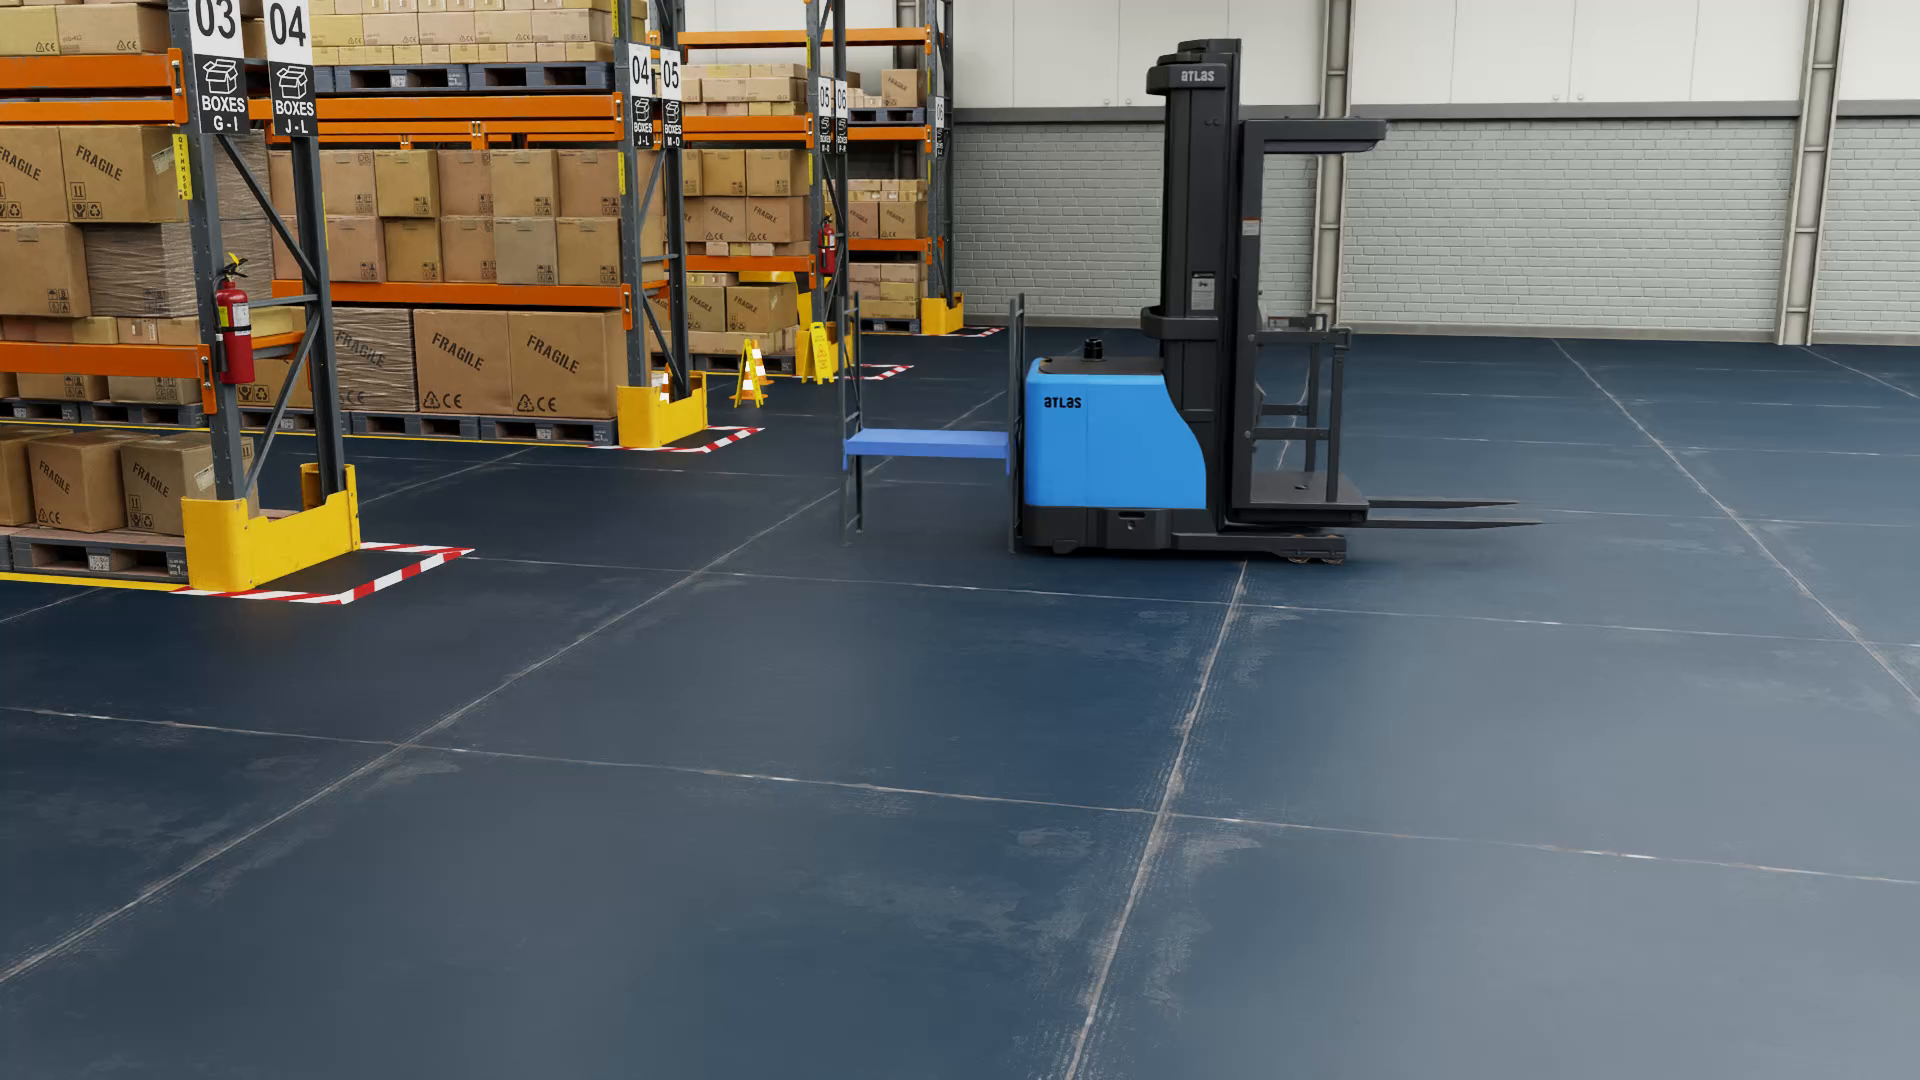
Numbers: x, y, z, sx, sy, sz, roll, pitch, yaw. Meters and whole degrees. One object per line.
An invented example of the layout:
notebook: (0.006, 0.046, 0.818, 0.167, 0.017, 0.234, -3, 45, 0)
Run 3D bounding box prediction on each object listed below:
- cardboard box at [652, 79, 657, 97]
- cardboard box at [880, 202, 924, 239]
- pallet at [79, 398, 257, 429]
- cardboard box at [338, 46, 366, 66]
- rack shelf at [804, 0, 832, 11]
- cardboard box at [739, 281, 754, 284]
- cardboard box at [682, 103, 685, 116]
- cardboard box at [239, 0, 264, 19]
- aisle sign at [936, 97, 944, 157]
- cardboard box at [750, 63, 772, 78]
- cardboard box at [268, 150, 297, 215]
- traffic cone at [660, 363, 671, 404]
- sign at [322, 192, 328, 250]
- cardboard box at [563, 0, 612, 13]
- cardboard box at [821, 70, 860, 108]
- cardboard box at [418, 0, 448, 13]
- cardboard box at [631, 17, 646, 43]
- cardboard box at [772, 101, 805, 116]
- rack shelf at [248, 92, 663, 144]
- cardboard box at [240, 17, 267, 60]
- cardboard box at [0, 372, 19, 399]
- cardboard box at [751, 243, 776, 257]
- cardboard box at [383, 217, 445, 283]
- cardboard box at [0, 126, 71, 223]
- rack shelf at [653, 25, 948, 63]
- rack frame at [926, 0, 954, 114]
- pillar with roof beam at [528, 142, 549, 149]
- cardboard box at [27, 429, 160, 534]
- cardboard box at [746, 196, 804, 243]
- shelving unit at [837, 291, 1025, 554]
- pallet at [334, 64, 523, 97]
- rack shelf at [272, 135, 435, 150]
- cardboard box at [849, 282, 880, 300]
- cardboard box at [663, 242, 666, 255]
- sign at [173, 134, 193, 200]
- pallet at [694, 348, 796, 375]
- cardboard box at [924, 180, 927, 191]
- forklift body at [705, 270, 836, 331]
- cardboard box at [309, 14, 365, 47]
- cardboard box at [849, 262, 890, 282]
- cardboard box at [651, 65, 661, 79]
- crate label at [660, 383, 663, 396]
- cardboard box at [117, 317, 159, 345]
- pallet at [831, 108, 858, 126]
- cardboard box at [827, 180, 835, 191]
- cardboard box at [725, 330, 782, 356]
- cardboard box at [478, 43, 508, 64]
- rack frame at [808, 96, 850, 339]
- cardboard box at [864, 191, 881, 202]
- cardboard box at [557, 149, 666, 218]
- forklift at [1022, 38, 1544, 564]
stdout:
cardboard box: (-3.500, -4.975, 18.467, 0.500, 0.250, 0.500, 3, 13, 14)
cardboard box: (-0.810, -4.454, 23.153, 0.500, 0.500, 0.500, 3, 13, 12)
pallet: (-7.194, -1.215, 15.224, 1.213, 0.211, 1.003, 3, 13, 14)
cardboard box: (-4.917, -3.992, 13.755, 0.250, 0.149, 0.380, 3, 13, 14)
rack shelf: (-3.397, -6.071, 18.489, 4.000, 0.370, 1.077, 3, 13, 14)
cardboard box: (-2.704, -2.747, 19.337, 0.500, 0.500, 0.500, 3, 13, 11)
cardboard box: (-3.105, -4.765, 18.439, 0.250, 0.149, 0.380, 3, 13, 12)
cardboard box: (-4.041, -2.956, 9.131, 0.250, 0.149, 0.380, 3, 13, 13)
aisle sign: (-0.276, -5.639, 22.723, 0.004, 0.787, 0.394, 3, 13, 14)
cardboard box: (-2.095, -5.099, 18.104, 0.250, 0.149, 0.380, 3, 13, 15)
cardboard box: (-5.515, -3.122, 14.542, 0.550, 0.550, 0.875, 3, 13, 14)
traffic cone: (-2.718, -1.432, 15.622, 0.334, 0.463, 0.336, 3, 13, 14)
sign: (-3.700, -1.844, 9.620, 0.005, 0.325, 0.100, 3, 13, 14)
cardboard box: (-2.951, -4.276, 13.194, 0.250, 0.149, 0.380, 3, 13, 14)
cardboard box: (-1.728, -6.248, 23.113, 0.500, 0.500, 0.700, 3, 13, 14)
cardboard box: (-4.186, -4.342, 13.491, 0.250, 0.149, 0.380, 3, 13, 13)
cardboard box: (-2.950, -4.214, 13.836, 0.500, 0.250, 0.500, 3, 13, 13)
cardboard box: (-1.868, -4.692, 18.113, 0.250, 0.149, 0.380, 3, 13, 14)
rack shelf: (-4.485, -3.562, 14.098, 4.000, 0.370, 1.077, 3, 13, 14)
cardboard box: (-4.235, -2.777, 9.248, 0.500, 0.250, 0.500, 3, 13, 15)
cardboard box: (-8.891, -1.771, 15.517, 0.750, 0.750, 1.050, 3, 13, 14)
cardboard box: (-2.142, -3.233, 18.458, 0.250, 0.149, 0.380, 3, 13, 13)
cardboard box: (-4.491, -2.526, 14.347, 0.500, 0.550, 0.875, 3, 13, 14)
cardboard box: (-4.909, -1.990, 9.054, 0.500, 0.500, 0.500, 3, 13, 14)
rack shelf: (-2.211, -6.921, 23.237, 4.000, 0.370, 1.077, 3, 13, 14)
rack frame: (-0.269, -7.364, 22.648, 0.127, 3.000, 1.000, 3, 13, 14)
pillar with roof beam: (-7.586, -6.995, 20.988, 0.400, 9.000, 9.100, 3, 13, 14)
cardboard box: (-5.020, -0.351, 9.694, 0.500, 0.500, 0.500, 7, 14, 28)
cardboard box: (-2.048, -3.555, 18.415, 0.500, 0.500, 0.500, 3, 13, 13)
shelving unit: (-0.164, -0.722, 10.026, 1.048, 1.500, 0.538, 2, 13, 9)
pallet: (-4.454, -3.865, 14.009, 1.213, 0.211, 1.003, 3, 13, 14)
rack shelf: (-9.978, -6.067, 25.390, 4.000, 0.370, 1.077, 3, 13, 14)
cardboard box: (-1.301, -3.529, 23.441, 0.500, 0.250, 0.500, 3, 13, 13)
cardboard box: (-3.349, -3.326, 18.880, 0.250, 0.149, 0.380, 3, 13, 14)
sign: (-3.982, -1.911, 8.518, 0.005, 0.325, 0.100, 3, 13, 14)
pallet: (-2.309, -2.083, 19.136, 1.213, 0.211, 1.003, 3, 13, 14)
cardboard box: (-0.544, -5.008, 23.466, 0.250, 0.149, 0.380, 3, 13, 12)
forklift body: (-2.548, -3.735, 22.104, 1.214, 2.155, 2.313, 3, 13, 14)
cardboard box: (-5.039, -4.206, 13.801, 0.500, 0.250, 0.500, 3, 13, 13)
cardboard box: (-1.288, -3.769, 23.368, 0.500, 0.250, 0.500, 3, 13, 15)
cardboard box: (-3.351, -5.150, 18.334, 0.250, 0.149, 0.380, 3, 13, 15)
crate label: (-2.896, -1.521, 16.774, 0.298, 0.136, 0.250, -4, 13, -16)
cardboard box: (-4.398, -1.169, 9.157, 0.250, 0.149, 0.380, 3, 13, 14)
pallet: (-2.138, -5.961, 23.456, 1.213, 0.211, 1.003, 3, 13, 14)
cardboard box: (-1.678, -4.953, 23.217, 0.250, 0.149, 0.380, 3, 13, 15)
cardboard box: (-2.328, -2.240, 18.784, 0.500, 0.250, 0.500, 3, 13, 13)
cardboard box: (-3.686, -3.926, 13.458, 0.250, 0.149, 0.380, 3, 13, 14)
rack frame: (-1.455, -3.391, 18.592, 0.127, 3.000, 1.000, 3, 13, 14)
cardboard box: (-1.166, -4.793, 23.183, 0.250, 0.149, 0.380, 3, 13, 15)
cardboard box: (-2.894, -2.973, 13.867, 0.550, 0.550, 0.875, 3, 13, 14)
forklift: (1.912, -1.412, 9.830, 3.031, 2.935, 1.130, 1, 13, 4)
